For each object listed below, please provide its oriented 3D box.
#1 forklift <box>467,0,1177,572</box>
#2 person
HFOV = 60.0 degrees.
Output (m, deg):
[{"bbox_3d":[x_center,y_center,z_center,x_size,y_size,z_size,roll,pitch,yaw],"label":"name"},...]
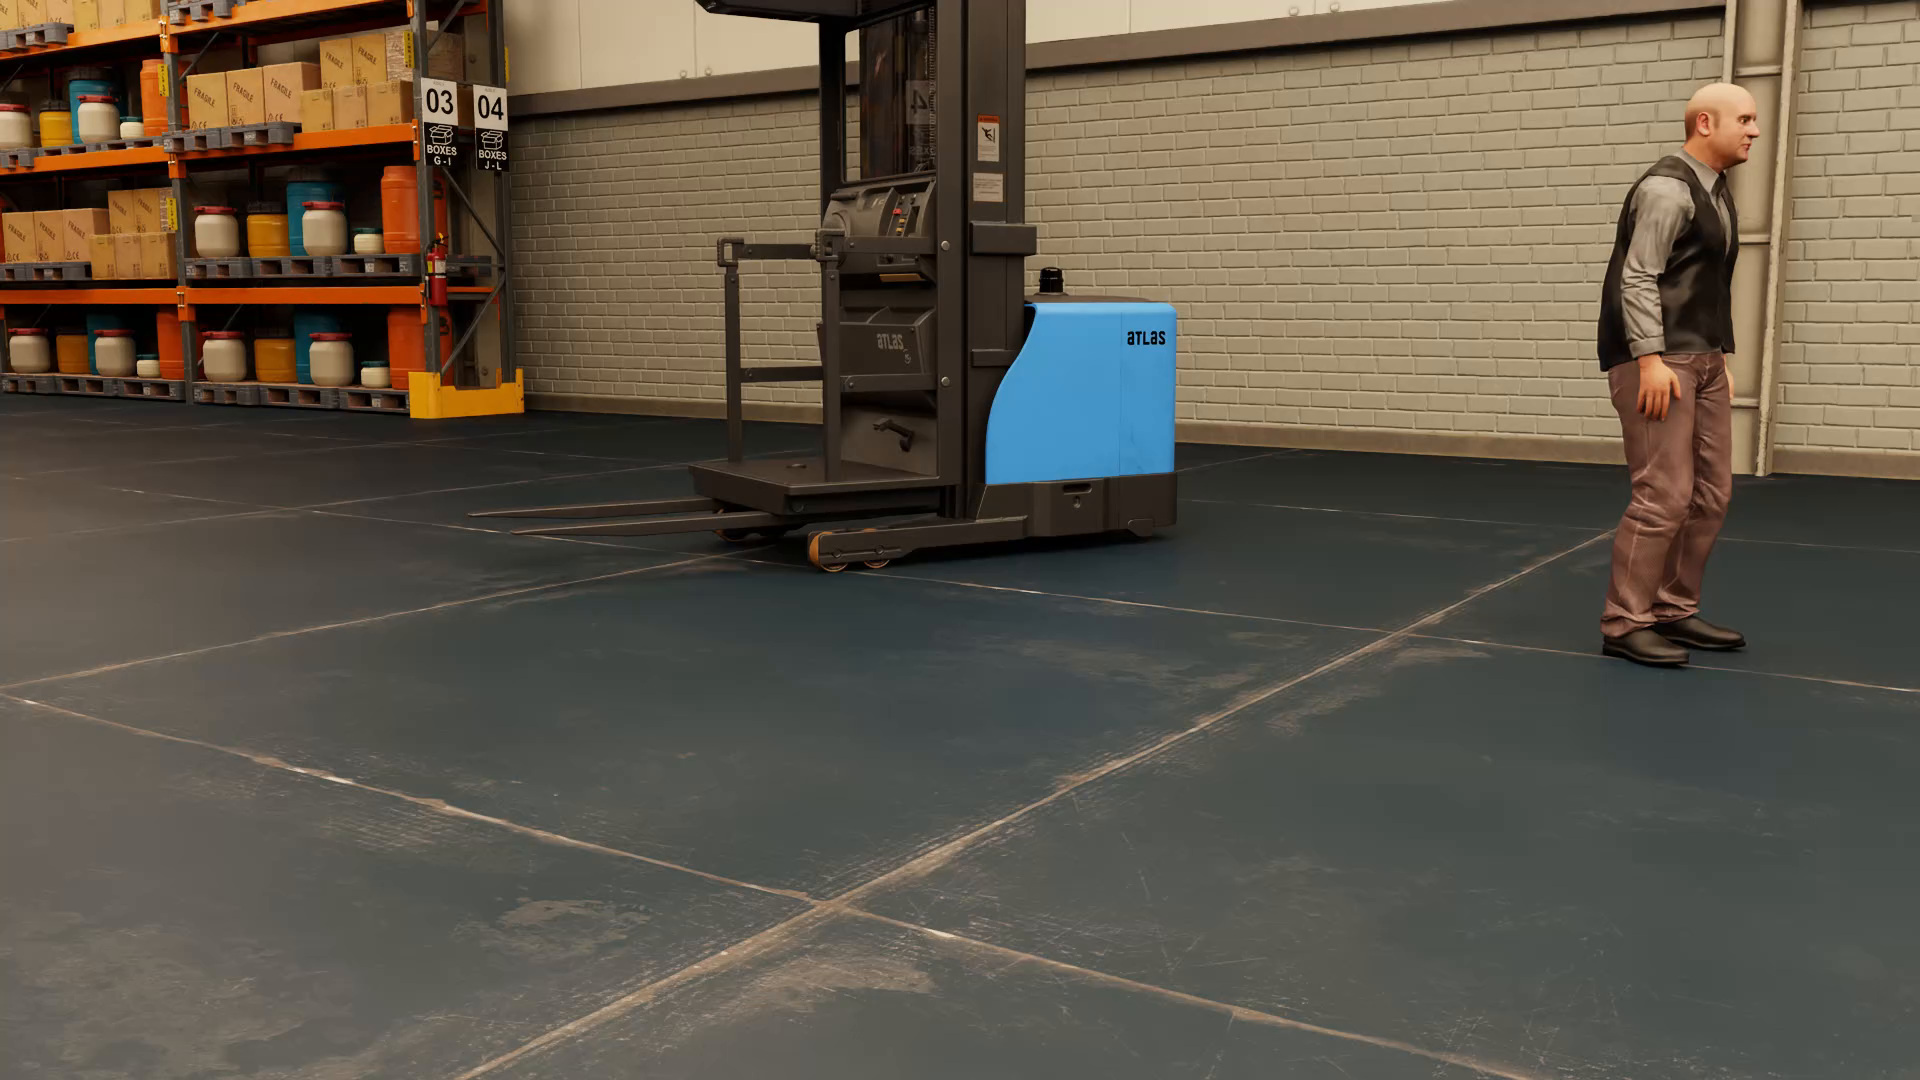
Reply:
[{"bbox_3d":[-0.537,-1.406,7.080,3.031,2.935,1.130,-5,9,-31],"label":"forklift"},{"bbox_3d":[2.188,-0.511,5.095,0.586,1.720,0.427,-8,11,-43],"label":"person"}]
